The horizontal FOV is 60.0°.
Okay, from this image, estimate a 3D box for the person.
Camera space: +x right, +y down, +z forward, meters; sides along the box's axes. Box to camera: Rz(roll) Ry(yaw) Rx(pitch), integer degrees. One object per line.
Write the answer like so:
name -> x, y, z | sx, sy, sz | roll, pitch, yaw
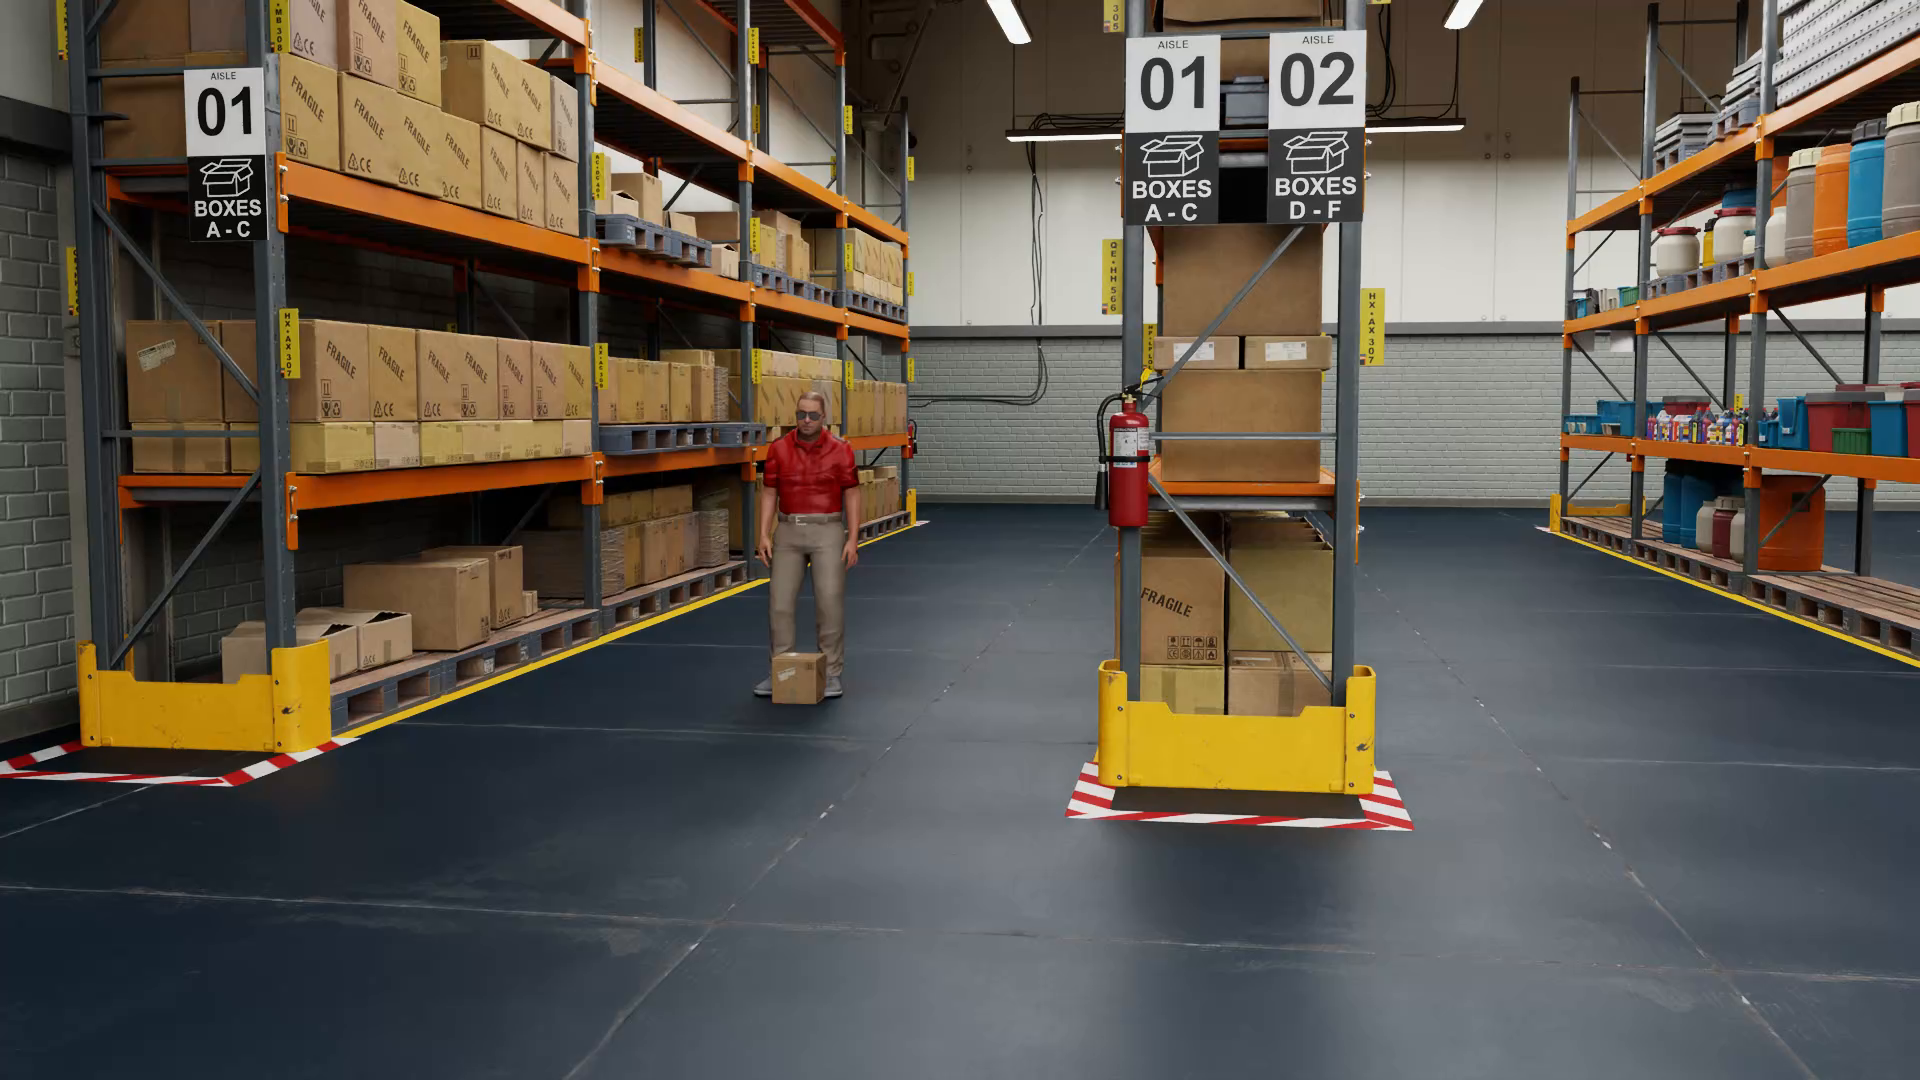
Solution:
person -> -0.875, 0.017, 9.508 | 0.585, 1.726, 0.396 | 1, 4, 8
